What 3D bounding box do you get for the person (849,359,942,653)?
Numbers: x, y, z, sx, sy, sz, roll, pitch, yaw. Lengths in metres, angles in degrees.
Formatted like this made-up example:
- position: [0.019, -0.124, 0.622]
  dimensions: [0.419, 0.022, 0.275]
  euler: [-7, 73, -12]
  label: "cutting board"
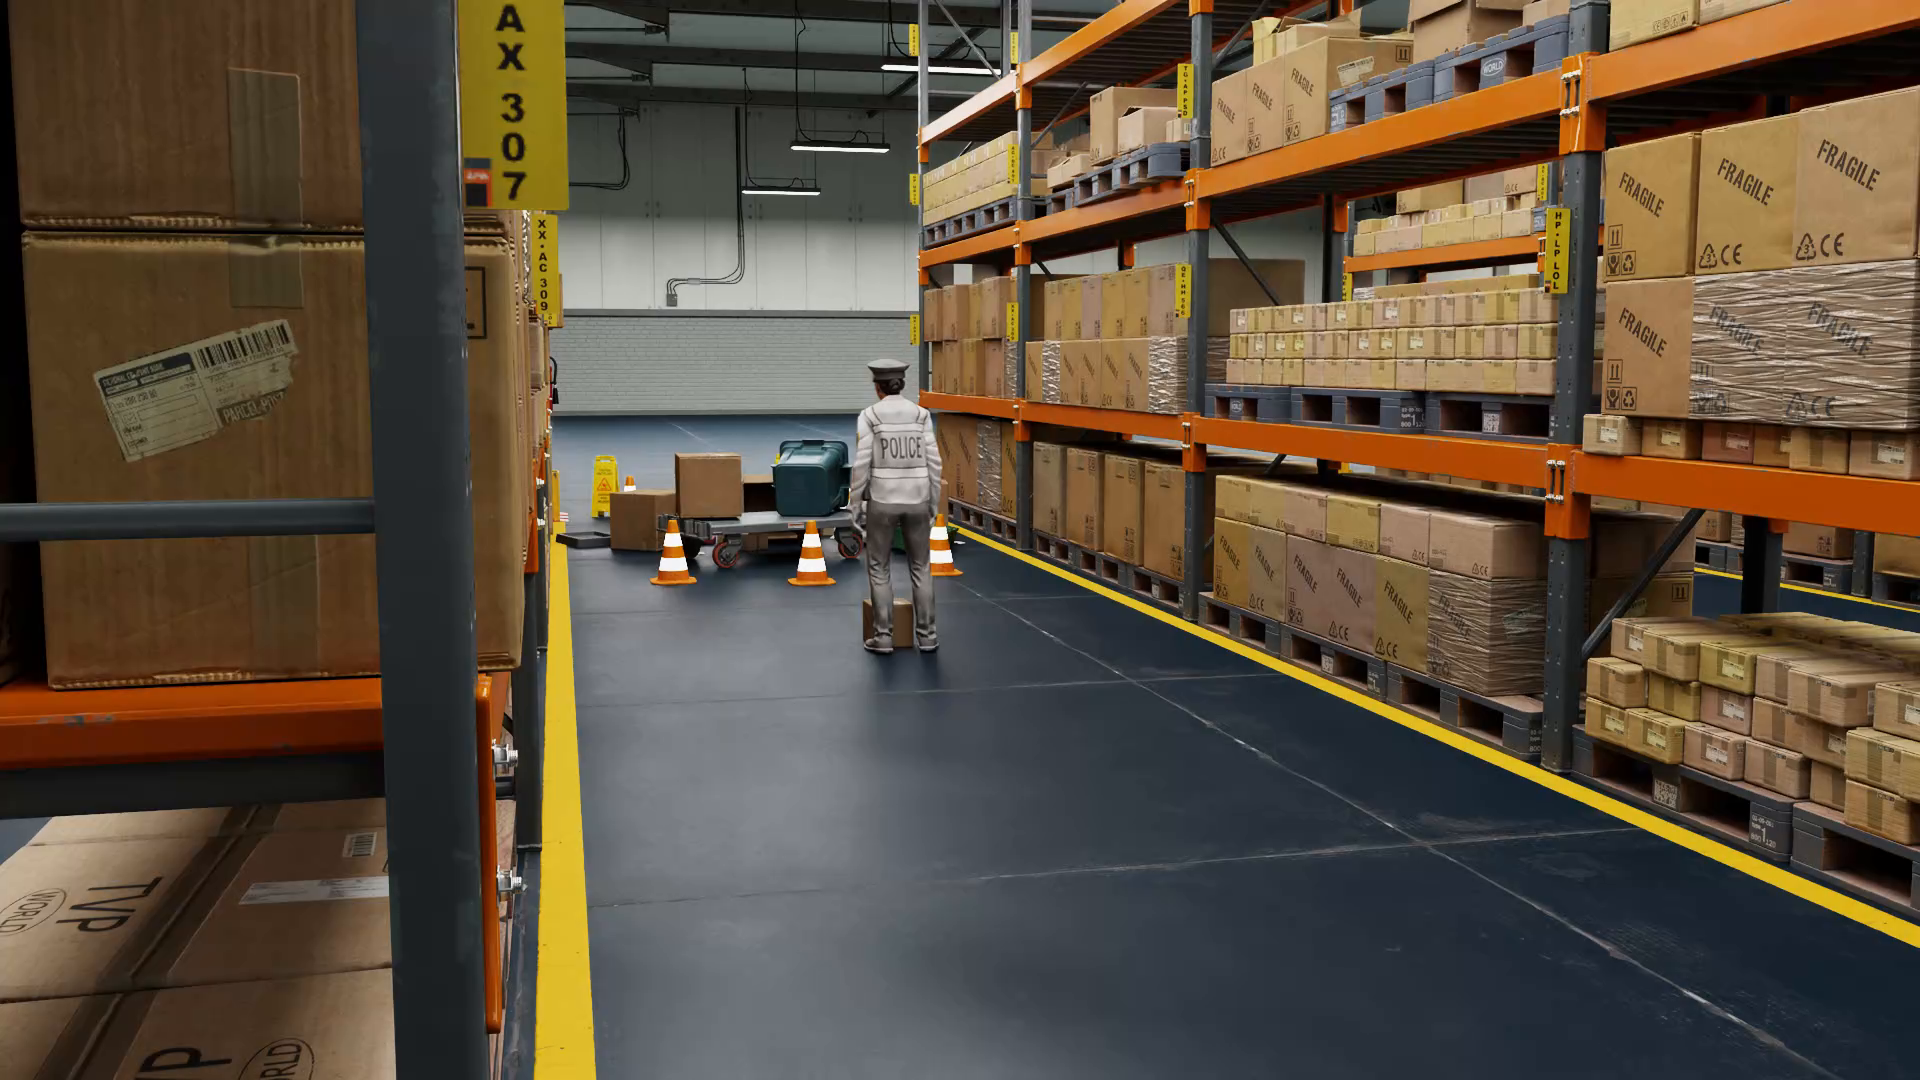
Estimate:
- position: [-0.362, -0.191, 9.416]
  dimensions: [0.543, 1.662, 0.376]
  euler: [-2, 7, -17]
  label: "person"
